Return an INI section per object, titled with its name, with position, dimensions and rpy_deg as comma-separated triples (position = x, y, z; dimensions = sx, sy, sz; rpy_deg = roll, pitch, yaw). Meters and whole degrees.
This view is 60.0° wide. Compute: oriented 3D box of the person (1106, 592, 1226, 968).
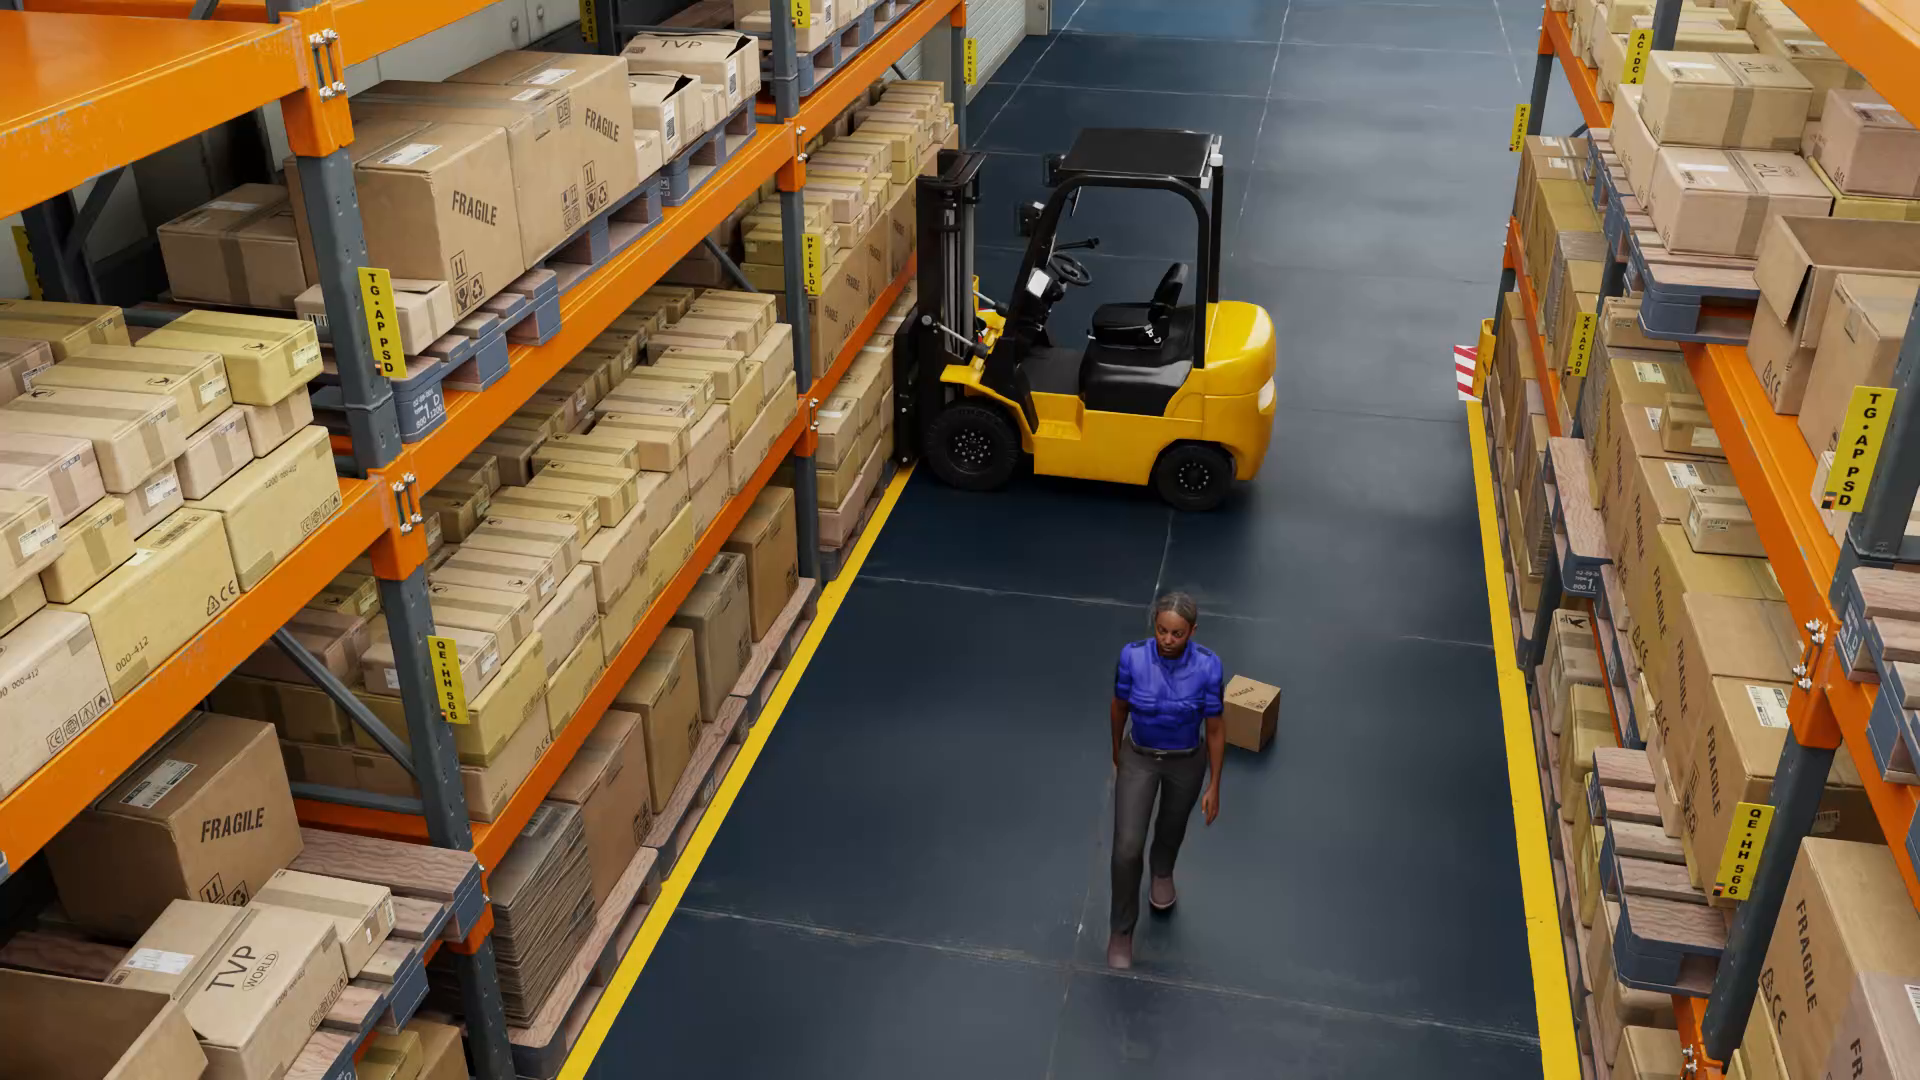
[person]
position = 0.847, 0.976, 6.907
dimensions = 0.465, 1.730, 0.655
rpy_deg = 2, 29, 4
